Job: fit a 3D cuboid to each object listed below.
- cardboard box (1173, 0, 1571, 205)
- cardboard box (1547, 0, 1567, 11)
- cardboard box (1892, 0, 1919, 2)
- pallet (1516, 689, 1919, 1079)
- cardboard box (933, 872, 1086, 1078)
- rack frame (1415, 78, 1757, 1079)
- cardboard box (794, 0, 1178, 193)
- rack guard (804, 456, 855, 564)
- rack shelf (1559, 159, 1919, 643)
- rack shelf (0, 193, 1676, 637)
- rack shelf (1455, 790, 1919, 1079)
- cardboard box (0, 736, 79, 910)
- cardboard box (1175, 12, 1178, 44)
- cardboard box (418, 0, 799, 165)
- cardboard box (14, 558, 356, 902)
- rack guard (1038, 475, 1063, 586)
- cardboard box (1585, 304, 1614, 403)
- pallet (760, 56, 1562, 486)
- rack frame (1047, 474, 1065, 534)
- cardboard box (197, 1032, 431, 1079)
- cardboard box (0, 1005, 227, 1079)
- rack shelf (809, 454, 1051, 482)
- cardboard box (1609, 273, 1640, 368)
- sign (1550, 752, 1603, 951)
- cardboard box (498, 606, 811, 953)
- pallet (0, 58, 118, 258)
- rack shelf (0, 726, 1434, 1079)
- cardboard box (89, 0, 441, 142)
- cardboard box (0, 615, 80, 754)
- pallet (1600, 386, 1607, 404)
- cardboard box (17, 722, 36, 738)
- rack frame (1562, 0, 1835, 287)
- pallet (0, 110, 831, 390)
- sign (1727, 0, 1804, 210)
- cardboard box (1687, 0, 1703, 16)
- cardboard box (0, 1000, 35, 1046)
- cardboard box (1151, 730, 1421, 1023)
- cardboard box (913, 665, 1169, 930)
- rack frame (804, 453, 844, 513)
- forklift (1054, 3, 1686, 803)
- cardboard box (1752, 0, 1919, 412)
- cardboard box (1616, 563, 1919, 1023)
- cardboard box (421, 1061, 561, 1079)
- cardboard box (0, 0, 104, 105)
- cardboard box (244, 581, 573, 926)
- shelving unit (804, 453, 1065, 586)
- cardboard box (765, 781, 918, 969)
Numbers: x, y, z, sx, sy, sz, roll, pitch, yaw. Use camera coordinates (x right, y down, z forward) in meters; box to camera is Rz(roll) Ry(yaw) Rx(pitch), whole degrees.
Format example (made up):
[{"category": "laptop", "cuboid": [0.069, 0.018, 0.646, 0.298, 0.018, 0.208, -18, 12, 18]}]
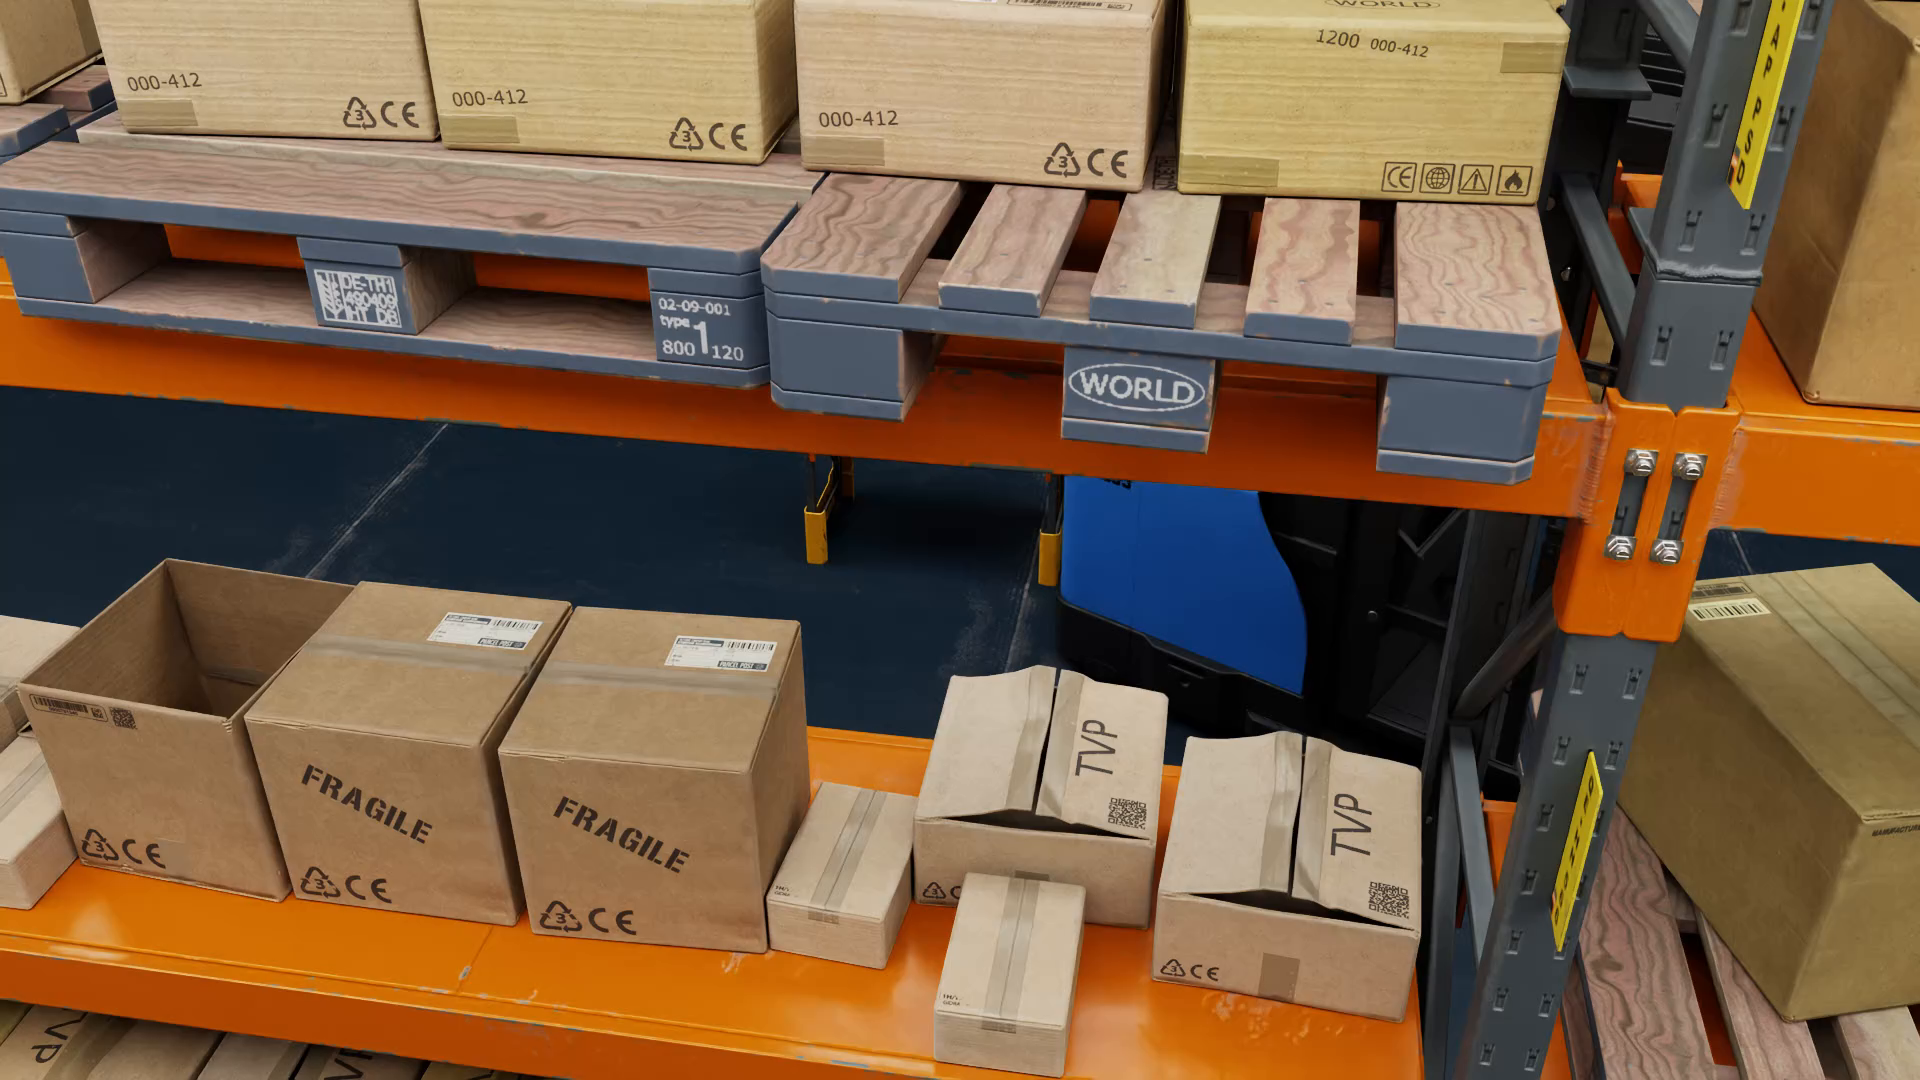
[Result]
[{"category": "cardboard box", "cuboid": [0.580, -0.714, 2.482, 0.500, 0.250, 0.500, 3, 32, 5]}, {"category": "cardboard box", "cuboid": [2.299, -2.225, 6.877, 0.500, 0.250, 0.500, 6, 33, 9]}, {"category": "cardboard box", "cuboid": [1.466, -1.013, 2.177, 0.500, 0.500, 0.500, 5, 32, 8]}, {"category": "pallet", "cuboid": [1.717, 0.788, 3.345, 1.003, 0.211, 1.213, 5, 32, 8]}, {"category": "cardboard box", "cuboid": [0.104, 0.854, 3.296, 0.250, 0.149, 0.380, 5, 32, 8]}, {"category": "rack frame", "cuboid": [1.037, 0.683, 3.332, 0.127, 3.000, 1.000, 5, 32, 8]}, {"category": "cardboard box", "cuboid": [0.060, -0.751, 2.542, 0.500, 0.250, 0.500, 6, 33, 10]}, {"category": "rack guard", "cuboid": [-0.566, -0.157, 7.266, 0.087, 0.250, 0.587, 5, 32, 8]}, {"category": "rack shelf", "cuboid": [3.008, -0.105, 2.442, 4.000, 0.370, 1.077, 5, 32, 8]}, {"category": "rack shelf", "cuboid": [-0.935, -0.462, 3.012, 4.000, 0.370, 1.077, 5, 32, 8]}, {"category": "rack shelf", "cuboid": [3.008, 1.166, 3.237, 4.000, 0.370, 1.077, 5, 32, 8]}, {"category": "cardboard box", "cuboid": [-2.067, 0.618, 3.672, 0.250, 0.149, 0.380, 5, 32, 8]}, {"category": "cardboard box", "cuboid": [0.846, -2.210, 7.444, 0.500, 0.500, 0.700, 2, 32, 4]}, {"category": "cardboard box", "cuboid": [-0.502, -0.808, 2.633, 0.500, 0.250, 0.500, 5, 32, 7]}, {"category": "cardboard box", "cuboid": [-1.632, 0.408, 3.677, 0.500, 0.500, 0.500, 7, 33, 12]}, {"category": "rack guard", "cuboid": [0.416, -0.068, 7.124, 0.087, 0.250, 0.587, 5, 32, 8]}, {"category": "cardboard box", "cuboid": [2.569, -1.041, 7.716, 0.750, 0.750, 0.750, 5, 32, 8]}, {"category": "pallet", "cuboid": [0.353, -0.522, 2.608, 1.003, 0.211, 1.213, 7, 33, 10]}, {"category": "rack frame", "cuboid": [0.417, -0.598, 6.792, 0.032, 1.500, 0.500, 5, 32, 8]}, {"category": "cardboard box", "cuboid": [-1.538, 1.336, 3.956, 0.500, 0.311, 0.500, 4, 32, 7]}, {"category": "cardboard box", "cuboid": [-2.048, 1.290, 4.029, 0.500, 0.311, 0.500, 5, 32, 8]}, {"category": "rack shelf", "cuboid": [-0.084, -0.491, 6.960, 1.000, 0.185, 0.538, 5, 32, 8]}, {"category": "cardboard box", "cuboid": [3.432, -0.959, 7.586, 0.750, 0.750, 0.750, 5, 32, 8]}, {"category": "sign", "cuboid": [0.947, 0.483, 2.560, 0.005, 0.325, 0.100, 5, 32, 8]}, {"category": "cardboard box", "cuboid": [-0.620, 0.499, 3.531, 0.500, 0.500, 0.500, 3, 32, 6]}, {"category": "pallet", "cuboid": [-2.034, -0.793, 3.042, 1.217, 0.209, 0.805, 4, 32, 6]}, {"category": "rack shelf", "cuboid": [-0.935, 0.809, 3.808, 4.000, 0.370, 1.077, 5, 32, 8]}, {"category": "cardboard box", "cuboid": [-1.032, -0.857, 2.711, 0.500, 0.250, 0.500, 3, 32, 4]}, {"category": "cardboard box", "cuboid": [-2.413, 0.411, 3.908, 0.500, 0.250, 0.500, 7, 33, 11]}, {"category": "pallet", "cuboid": [2.631, -0.616, 8.036, 1.213, 0.211, 1.003, 5, 32, 8]}, {"category": "cardboard box", "cuboid": [-2.008, 0.365, 3.966, 0.258, 0.266, 0.396, 4, 32, 7]}, {"category": "rack frame", "cuboid": [1.037, -1.860, 1.740, 0.127, 3.000, 1.000, 5, 32, 8]}, {"category": "pallet", "cuboid": [-0.750, -0.621, 2.765, 1.213, 0.211, 1.003, 7, 33, 10]}, {"category": "sign", "cuboid": [0.935, -0.552, 1.915, 0.005, 0.325, 0.100, 5, 32, 8]}, {"category": "cardboard box", "cuboid": [2.801, -2.180, 6.806, 0.500, 0.250, 0.500, 5, 32, 8]}, {"category": "cardboard box", "cuboid": [-2.541, 1.243, 4.104, 0.500, 0.311, 0.500, 5, 32, 8]}, {"category": "cardboard box", "cuboid": [0.686, 0.665, 3.444, 0.500, 0.311, 0.500, 7, 33, 11]}, {"category": "cardboard box", "cuboid": [0.188, 0.540, 3.645, 0.500, 0.311, 0.500, 5, 32, 8]}, {"category": "rack frame", "cuboid": [-0.585, -0.689, 6.937, 0.032, 1.500, 0.500, 5, 32, 8]}, {"category": "forklift", "cuboid": [1.857, -0.514, 5.308, 3.031, 2.935, 1.130, 21, 38, 30]}, {"category": "cardboard box", "cuboid": [1.473, -0.610, 2.475, 0.500, 0.500, 0.910, 5, 32, 8]}, {"category": "cardboard box", "cuboid": [1.677, 0.460, 3.198, 0.500, 0.500, 0.700, -5, 32, -8]}, {"category": "cardboard box", "cuboid": [-1.025, 1.379, 3.886, 0.500, 0.311, 0.500, 6, 33, 10]}, {"category": "cardboard box", "cuboid": [-1.758, -0.952, 2.863, 0.500, 0.250, 0.500, 2, 32, 3]}, {"category": "cardboard box", "cuboid": [-1.139, 0.452, 3.606, 0.500, 0.500, 0.500, 5, 32, 8]}, {"category": "shelving unit", "cuboid": [-0.075, -0.643, 6.863, 1.083, 1.500, 0.587, 5, 32, 8]}, {"category": "cardboard box", "cuboid": [-0.230, 0.705, 3.533, 0.250, 0.149, 0.380, 8, 33, 12]}]
